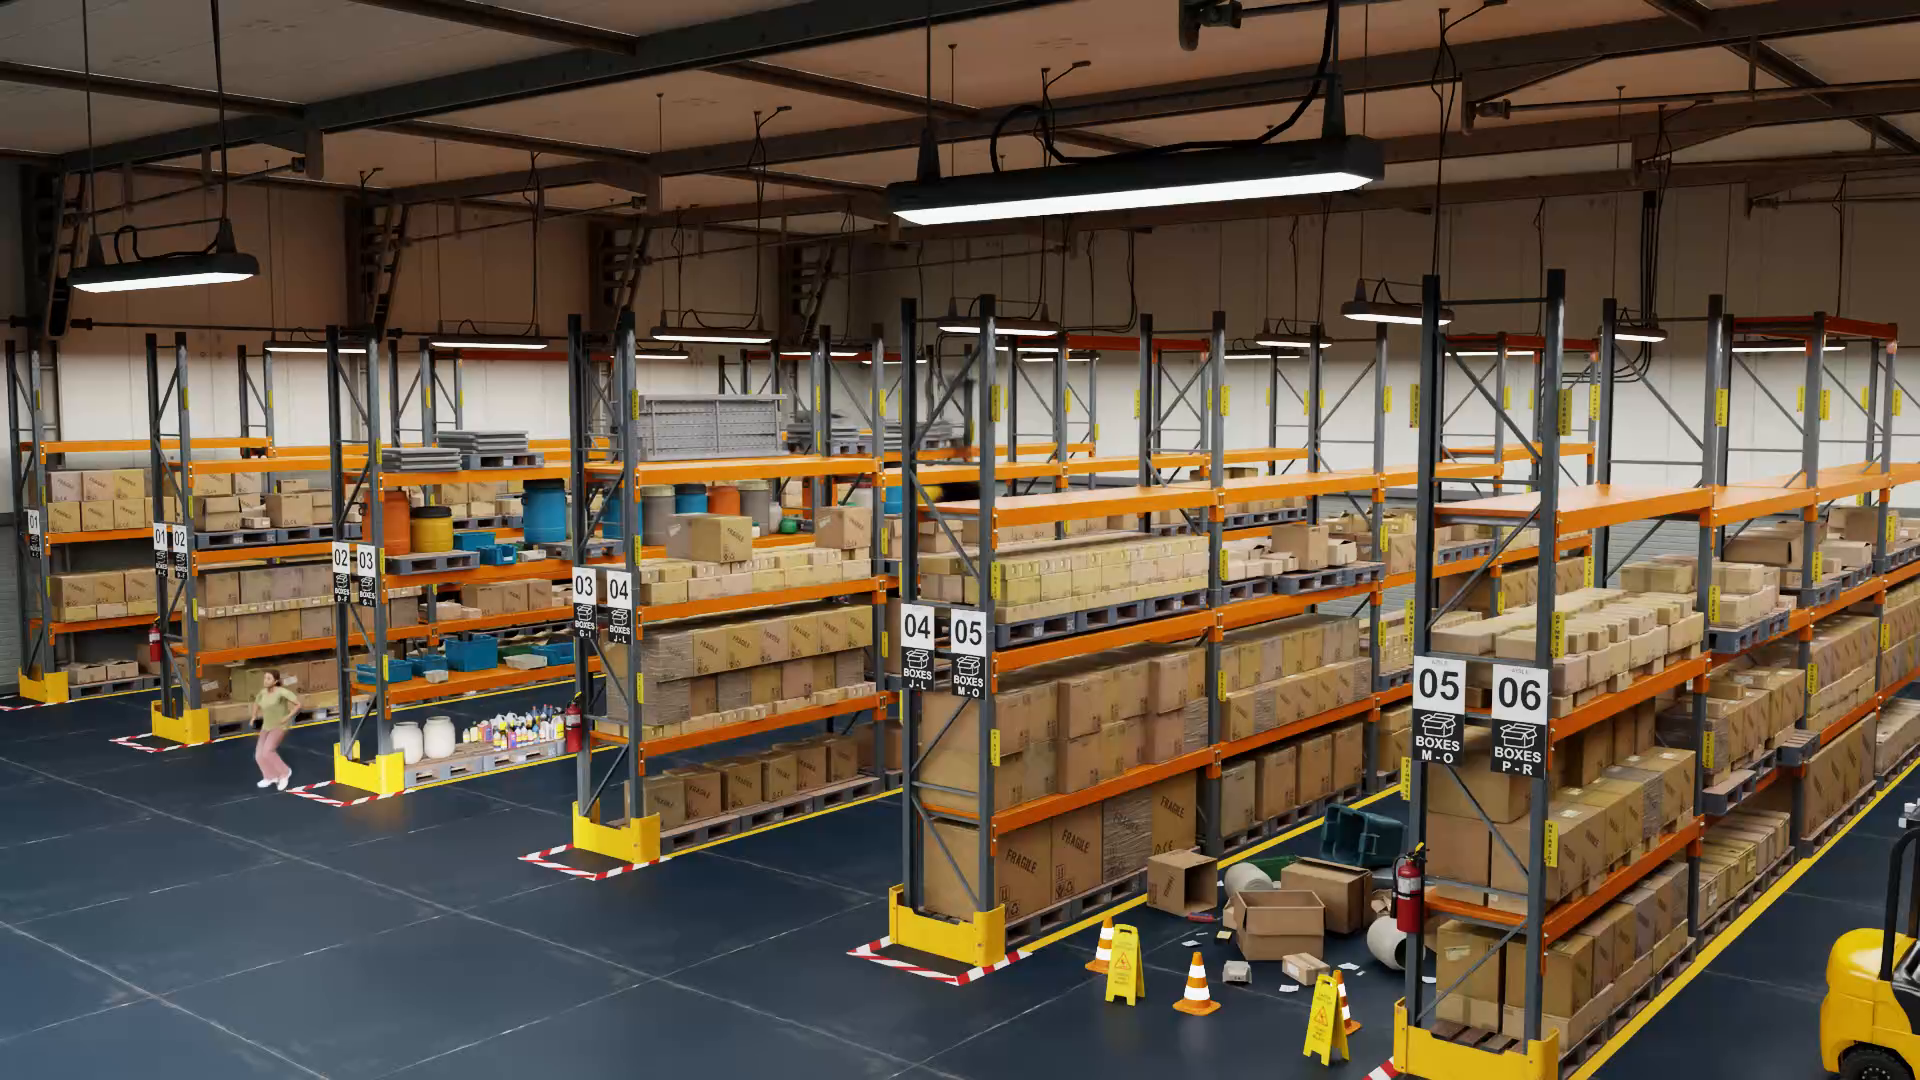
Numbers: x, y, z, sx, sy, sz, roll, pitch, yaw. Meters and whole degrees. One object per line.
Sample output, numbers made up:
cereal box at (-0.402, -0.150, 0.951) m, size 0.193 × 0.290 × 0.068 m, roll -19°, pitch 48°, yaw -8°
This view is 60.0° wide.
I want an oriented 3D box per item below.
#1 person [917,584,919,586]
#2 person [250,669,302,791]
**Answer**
person at (-0.823, 1.188, 34.956) m, size 0.564 × 1.662 × 0.598 m, roll 2°, pitch 5°, yaw 21°
person at (-8.850, 2.439, 21.466) m, size 0.689 × 1.584 × 0.655 m, roll 1°, pitch 5°, yaw 16°
